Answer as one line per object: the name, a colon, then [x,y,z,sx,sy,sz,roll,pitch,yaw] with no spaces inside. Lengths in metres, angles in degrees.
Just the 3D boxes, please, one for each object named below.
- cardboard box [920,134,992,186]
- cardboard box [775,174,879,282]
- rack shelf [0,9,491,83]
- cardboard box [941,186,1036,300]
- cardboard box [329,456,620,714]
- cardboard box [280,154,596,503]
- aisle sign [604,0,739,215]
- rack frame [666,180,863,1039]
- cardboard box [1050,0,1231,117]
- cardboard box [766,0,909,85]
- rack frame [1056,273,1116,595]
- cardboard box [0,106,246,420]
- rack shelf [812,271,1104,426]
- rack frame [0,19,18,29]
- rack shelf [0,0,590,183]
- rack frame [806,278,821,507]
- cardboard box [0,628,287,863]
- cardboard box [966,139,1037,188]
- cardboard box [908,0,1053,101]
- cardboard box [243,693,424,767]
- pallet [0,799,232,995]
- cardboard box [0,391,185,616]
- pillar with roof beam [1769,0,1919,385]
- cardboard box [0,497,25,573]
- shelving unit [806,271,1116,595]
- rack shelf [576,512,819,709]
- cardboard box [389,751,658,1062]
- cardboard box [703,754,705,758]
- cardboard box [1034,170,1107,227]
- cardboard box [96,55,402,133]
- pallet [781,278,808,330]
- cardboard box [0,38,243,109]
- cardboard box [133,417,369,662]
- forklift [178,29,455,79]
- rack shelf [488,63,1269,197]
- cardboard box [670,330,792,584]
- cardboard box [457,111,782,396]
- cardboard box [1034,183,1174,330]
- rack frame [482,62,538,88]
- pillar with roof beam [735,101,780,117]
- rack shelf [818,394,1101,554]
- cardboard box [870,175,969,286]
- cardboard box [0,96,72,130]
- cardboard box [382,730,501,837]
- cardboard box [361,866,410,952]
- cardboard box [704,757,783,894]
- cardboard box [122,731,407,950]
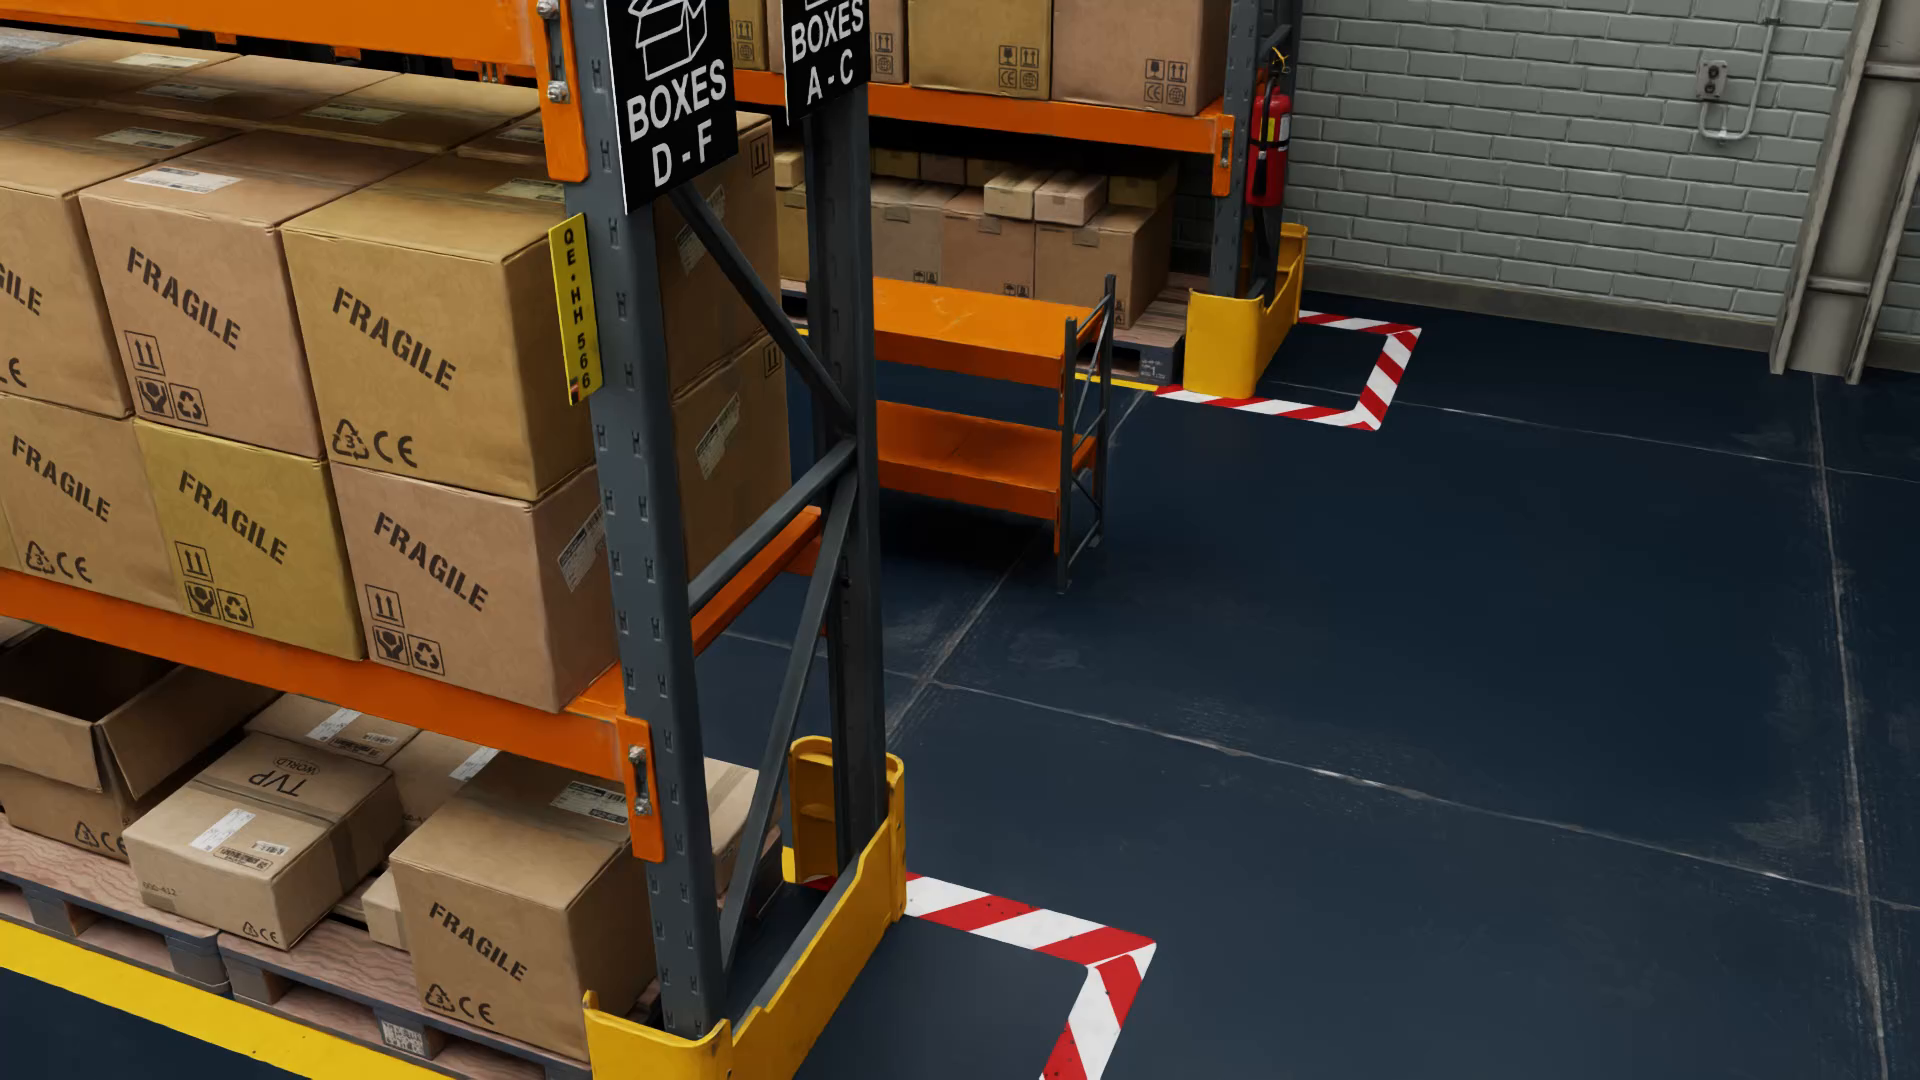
cardboard box: [-0.018,-1.984,8.667,0.250,0.149,0.380,12,32,20]
cardboard box: [-0.699,-1.728,8.872,0.500,0.500,0.700,12,32,20]
rack shelf: [-4.145,-3.066,9.856,4.000,0.370,1.077,11,31,19]
cardboard box: [0.265,-1.540,8.540,0.500,0.500,0.700,11,31,19]
cardboard box: [-0.962,-0.012,3.621,0.500,0.500,0.500,12,32,21]
cardboard box: [-0.960,-0.445,3.372,0.500,0.500,0.500,11,31,19]
aisle sign: [-0.496,-0.989,2.809,0.004,0.787,0.394,11,31,19]
rack frame: [-0.443,-0.011,3.721,0.053,2.616,0.949,11,31,19]
cardboard box: [0.938,-2.489,7.801,0.700,0.700,0.980,13,32,21]
cardboard box: [-0.443,-2.764,8.287,0.700,0.700,0.980,10,31,17]
rack frame: [0.477,-0.394,6.305,0.032,1.125,0.500,11,31,19]
cardboard box: [-1.911,-0.632,3.702,0.500,0.500,0.500,12,32,20]
rack shelf: [0.006,-0.743,6.327,1.000,0.278,0.538,11,31,19]
rack frame: [-6.000,-3.747,10.331,0.053,2.616,0.949,11,31,19]
rack shelf: [-2.298,-1.372,3.812,4.000,0.370,1.077,11,31,19]
rack frame: [-0.465,-0.582,6.637,0.032,1.125,0.500,11,31,19]
cardboard box: [-2.408,0.491,4.923,0.637,0.503,0.797,11,31,19]
cardboard box: [0.218,-1.938,8.584,0.250,0.149,0.380,12,31,20]
cardboard box: [0.260,-2.619,8.030,0.700,0.700,0.980,11,31,19]
cardboard box: [-1.768,0.581,5.021,0.500,0.250,0.500,11,31,19]
pallet: [-2.381,0.817,5.090,1.213,0.211,1.003,11,31,19]
cardboard box: [-1.904,-0.201,3.955,0.500,0.500,0.500,12,31,20]
pillar with roof beam: [2.623,-2.812,2.581,0.400,9.000,9.100,11,31,19]
cardboard box: [-2.371,-0.294,4.120,0.500,0.500,0.500,11,31,18]
shelving unit: [0.006,-0.488,6.471,1.048,1.125,0.538,11,31,19]
rack shelf: [-2.298,-0.151,4.502,3.809,0.124,0.919,11,31,19]
cardboard box: [-1.041,0.899,4.204,0.500,0.500,0.500,11,31,19]
cardboard box: [-0.935,0.752,4.803,0.250,0.166,0.380,11,31,19]
cardboard box: [0.541,-1.670,8.111,0.250,0.149,0.380,11,31,19]
cardboard box: [-1.706,-0.879,4.138,0.500,0.500,0.500,12,32,20]
pallet: [-0.482,-1.394,9.001,1.213,0.211,1.003,11,31,19]
cardboard box: [-2.177,-0.972,4.304,0.500,0.500,0.500,11,31,19]
cardboard box: [-1.444,-0.106,3.788,0.500,0.500,0.500,12,31,20]
forklift: [-2.933,-1.793,6.943,3.031,2.935,1.130,10,31,17]
rack shelf: [-0.439,-2.326,8.547,4.000,0.370,1.077,11,31,19]
cardboard box: [-0.757,-0.255,4.052,0.500,0.500,0.500,12,32,20]
cardboard box: [-0.757,-0.691,3.806,0.500,0.500,0.500,12,32,21]
cardboard box: [0.728,-1.447,8.376,0.500,0.500,0.700,11,31,19]
rack frame: [-2.292,-3.009,9.025,0.127,3.000,1.000,11,31,19]
pillar with roof beam: [-2.937,-3.923,4.545,0.400,9.000,9.100,11,31,19]
rack shelf: [0.006,-0.276,6.591,1.000,0.278,0.538,11,31,19]
cardboard box: [-0.202,-1.633,8.704,0.500,0.500,0.700,10,31,17]
cardboard box: [-2.387,-0.727,3.870,0.500,0.500,0.500,12,32,21]
cardboard box: [-1.305,0.674,4.857,0.500,0.250,0.500,11,31,19]
cardboard box: [-1.382,0.928,4.492,0.250,0.166,0.380,11,31,19]
cardboard box: [-0.703,0.806,4.726,0.250,0.149,0.380,11,31,19]
cardboard box: [-1.910,0.818,4.601,0.500,0.250,0.500,11,31,19]
